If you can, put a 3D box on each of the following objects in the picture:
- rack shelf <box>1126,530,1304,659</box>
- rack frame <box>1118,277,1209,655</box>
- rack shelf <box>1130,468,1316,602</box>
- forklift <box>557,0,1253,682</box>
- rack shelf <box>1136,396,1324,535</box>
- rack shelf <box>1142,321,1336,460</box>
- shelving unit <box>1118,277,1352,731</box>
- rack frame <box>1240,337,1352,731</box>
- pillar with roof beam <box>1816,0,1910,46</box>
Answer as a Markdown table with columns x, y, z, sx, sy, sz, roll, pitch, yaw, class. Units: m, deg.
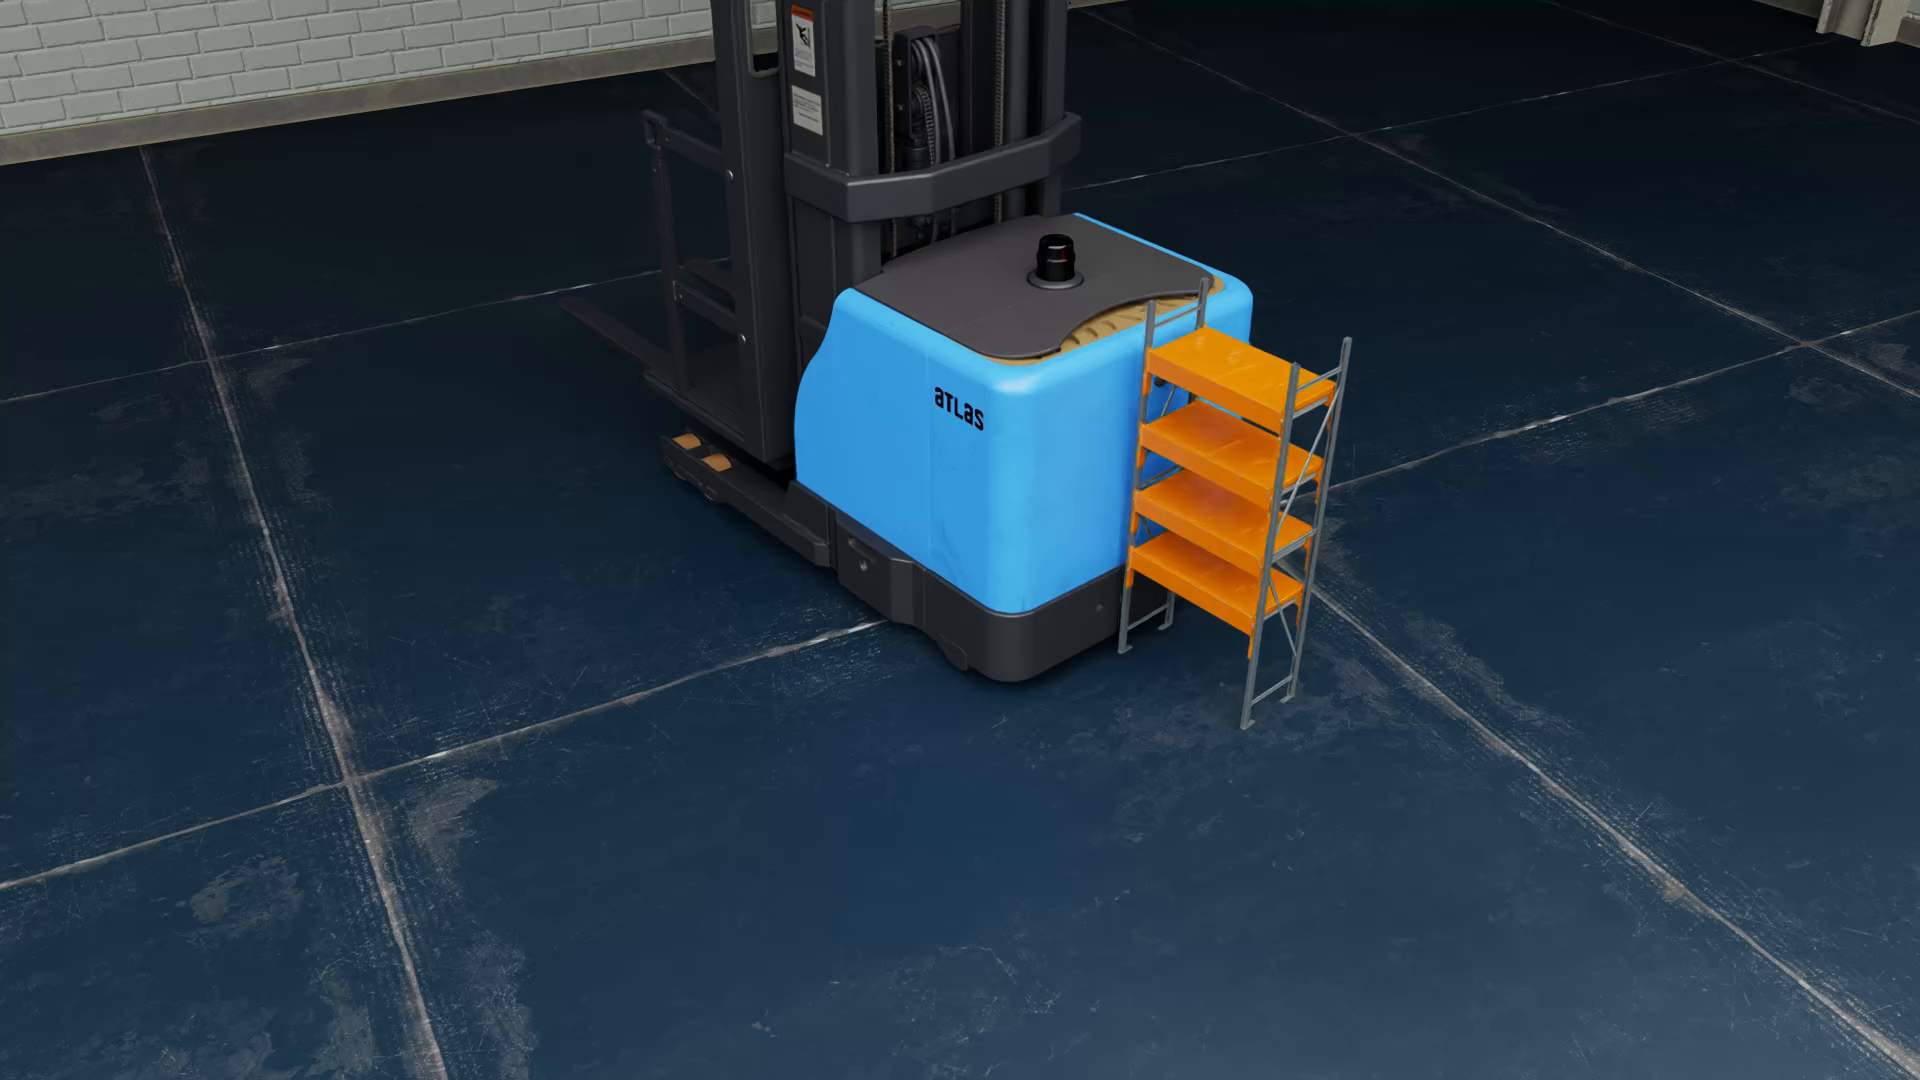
| x | y | z | sx | sy | sz | roll | pitch | yaw | class |
| --- | --- | --- | --- | --- | --- | --- | --- | --- | --- |
| 0.755 | 0.133 | 4.912 | 0.258 | 0.148 | 0.480 | -26 | 42 | -35 | rack shelf |
| 0.593 | -0.190 | 4.912 | 0.240 | 1.200 | 0.015 | -26 | 42 | -35 | rack frame |
| 0.758 | -0.032 | 4.802 | 0.258 | 0.148 | 0.480 | -26 | 42 | -35 | rack shelf |
| -0.440 | -1.532 | 5.425 | 1.130 | 2.935 | 3.031 | -25 | 40 | -33 | forklift |
| 0.761 | -0.218 | 4.678 | 0.258 | 0.148 | 0.480 | -26 | 42 | -35 | rack shelf |
| 0.765 | -0.415 | 4.547 | 0.258 | 0.148 | 0.480 | -26 | 42 | -35 | rack shelf |
| 0.759 | -0.088 | 4.764 | 0.258 | 1.200 | 0.503 | -26 | 42 | -35 | shelving unit |
| 0.924 | 0.013 | 4.616 | 0.240 | 1.200 | 0.015 | -26 | 42 | -35 | rack frame |
| 2.078 | -6.017 | 6.801 | 9.100 | 9.000 | 0.400 | -16 | 36 | -23 | pillar with roof beam |
